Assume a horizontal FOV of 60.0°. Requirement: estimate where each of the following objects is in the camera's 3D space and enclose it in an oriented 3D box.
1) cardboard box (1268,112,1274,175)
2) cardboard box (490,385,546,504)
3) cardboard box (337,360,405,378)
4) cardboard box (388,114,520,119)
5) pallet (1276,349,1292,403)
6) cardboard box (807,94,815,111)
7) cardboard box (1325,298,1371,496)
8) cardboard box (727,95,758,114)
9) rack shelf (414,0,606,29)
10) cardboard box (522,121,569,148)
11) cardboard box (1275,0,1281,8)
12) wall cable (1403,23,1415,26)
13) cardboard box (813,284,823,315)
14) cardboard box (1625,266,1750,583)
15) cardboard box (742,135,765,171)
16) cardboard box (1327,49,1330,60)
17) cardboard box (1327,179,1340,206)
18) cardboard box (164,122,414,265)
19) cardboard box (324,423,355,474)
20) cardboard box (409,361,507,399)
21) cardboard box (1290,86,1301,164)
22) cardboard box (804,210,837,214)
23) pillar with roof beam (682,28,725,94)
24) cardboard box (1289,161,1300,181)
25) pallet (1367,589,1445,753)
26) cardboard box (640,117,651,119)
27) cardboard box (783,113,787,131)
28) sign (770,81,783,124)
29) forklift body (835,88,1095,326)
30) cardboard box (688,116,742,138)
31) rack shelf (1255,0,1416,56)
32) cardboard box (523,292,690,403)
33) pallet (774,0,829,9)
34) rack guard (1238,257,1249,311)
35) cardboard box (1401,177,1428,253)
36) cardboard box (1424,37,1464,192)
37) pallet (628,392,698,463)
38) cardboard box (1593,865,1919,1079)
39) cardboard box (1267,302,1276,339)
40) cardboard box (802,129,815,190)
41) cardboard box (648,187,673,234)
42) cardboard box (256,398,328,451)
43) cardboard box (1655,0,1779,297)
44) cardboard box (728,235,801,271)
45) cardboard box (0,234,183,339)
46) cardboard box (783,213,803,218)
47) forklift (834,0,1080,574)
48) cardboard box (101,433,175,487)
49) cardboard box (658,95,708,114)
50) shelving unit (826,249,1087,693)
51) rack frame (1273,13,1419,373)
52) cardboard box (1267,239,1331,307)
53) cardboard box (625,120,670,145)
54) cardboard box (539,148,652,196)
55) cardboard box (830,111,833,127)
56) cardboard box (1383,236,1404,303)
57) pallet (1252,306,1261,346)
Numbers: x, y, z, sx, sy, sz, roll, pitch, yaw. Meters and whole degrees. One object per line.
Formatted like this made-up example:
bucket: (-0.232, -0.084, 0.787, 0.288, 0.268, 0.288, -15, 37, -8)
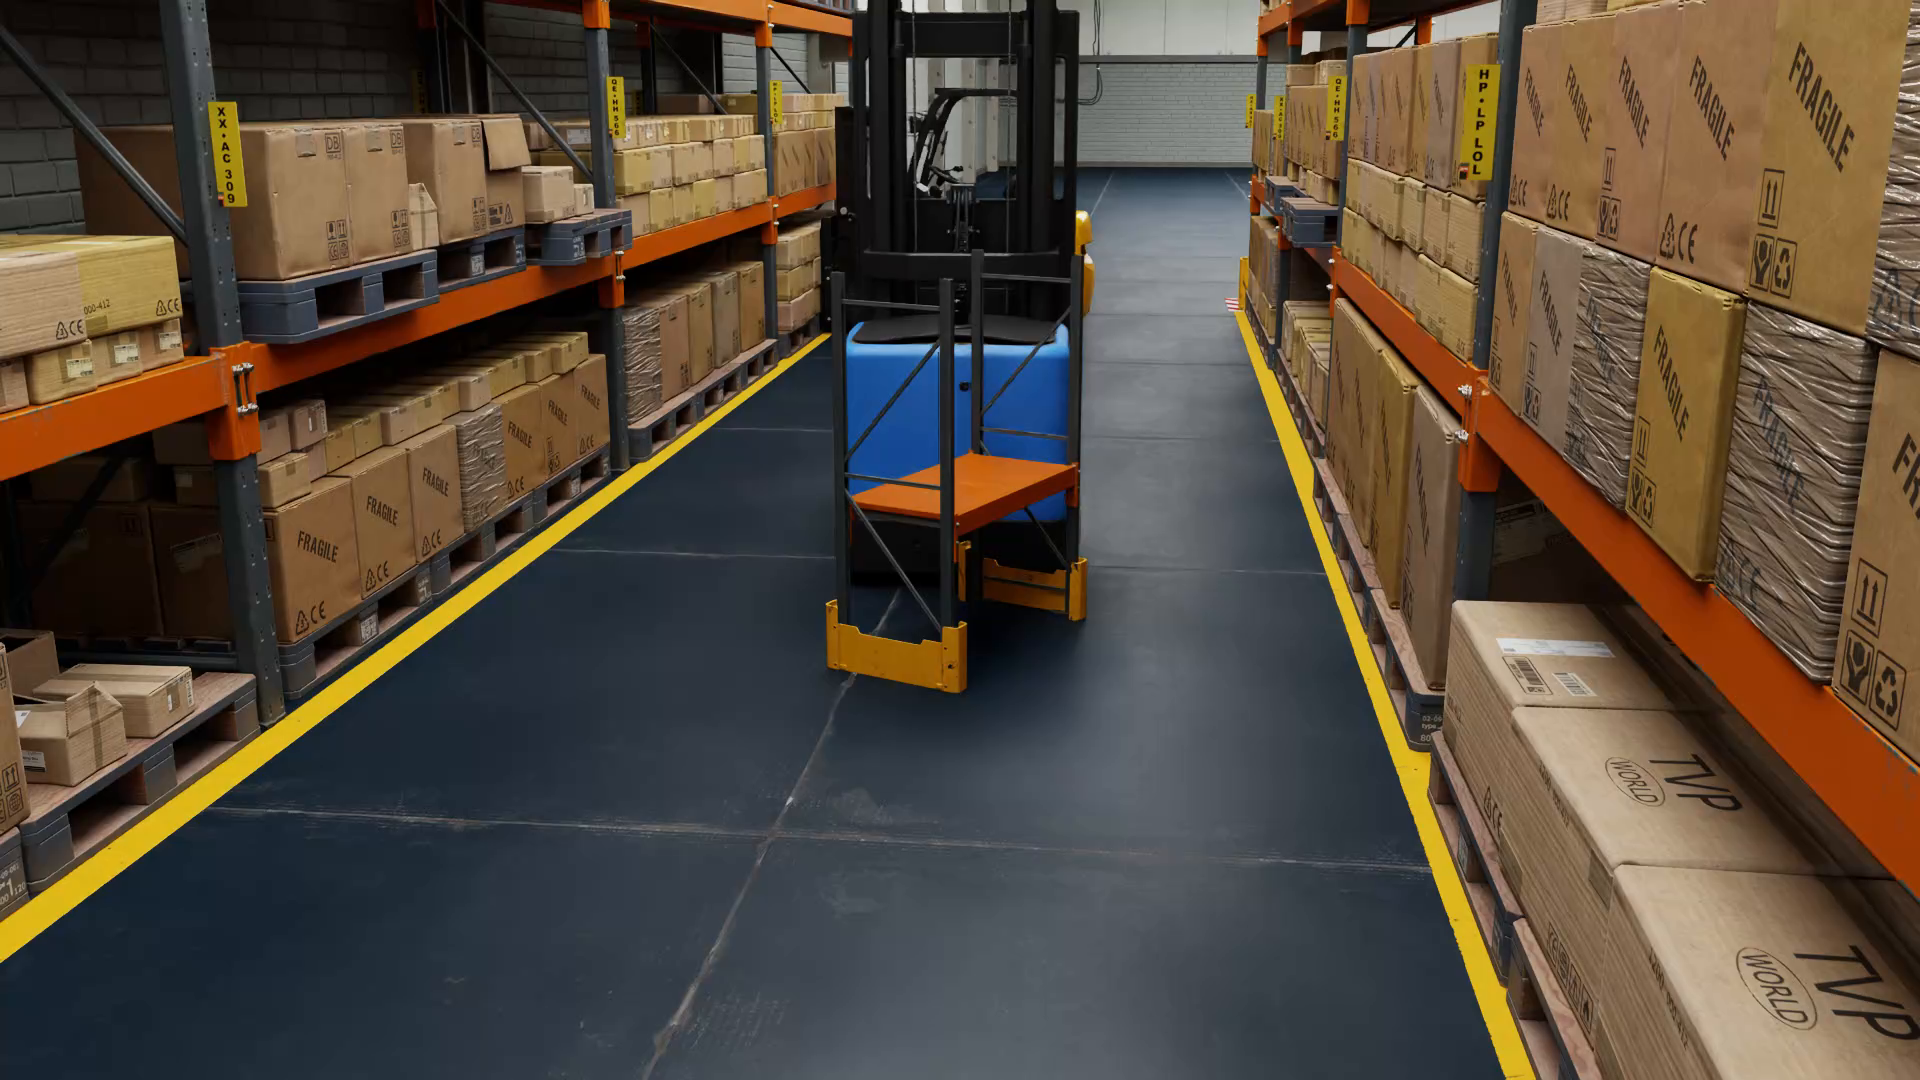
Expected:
cardboard box: (2.866, -3.337, 13.995, 0.500, 0.500, 0.500, 2, 15, 8)
cardboard box: (-2.383, -0.477, 8.162, 0.500, 0.500, 0.500, 2, 15, 9)
cardboard box: (-2.904, -0.773, 8.016, 0.380, 0.149, 0.250, 1, 15, 5)
cardboard box: (-2.639, -1.984, 8.756, 0.500, 0.500, 0.500, 2, 15, 9)
pallet: (2.871, -1.206, 12.218, 1.003, 0.211, 1.213, 2, 15, 6)
cardboard box: (-1.522, -3.945, 14.999, 0.380, 0.149, 0.250, 2, 15, 7)
cardboard box: (2.346, -0.717, 8.333, 0.875, 0.875, 0.875, 2, 15, 6)
cardboard box: (-1.644, -3.478, 13.274, 0.380, 0.149, 0.250, 2, 15, 7)
rack shelf: (-2.652, -2.444, 7.085, 1.077, 0.370, 4.000, 2, 15, 6)
cardboard box: (-2.582, -2.450, 10.042, 0.380, 0.149, 0.250, 2, 15, 6)
cardboard box: (2.918, -4.637, 14.299, 0.380, 0.149, 0.250, 1, 15, 5)
wall cable: (11.965, -16.543, 45.585, 2.305, 6.003, 0.169, 2, 15, 6)
cardboard box: (-1.507, -2.156, 14.853, 0.500, 0.250, 0.500, 2, 15, 7)
cardboard box: (1.560, -0.221, 3.040, 0.500, 0.500, 0.500, 2, 15, 8)
cardboard box: (-1.776, -2.933, 12.593, 0.500, 0.250, 0.500, 1, 15, 5)
cardboard box: (3.302, -3.668, 13.304, 0.700, 0.500, 0.500, 2, 15, 7)
cardboard box: (2.268, -1.962, 9.347, 0.380, 0.149, 0.250, 2, 15, 7)
cardboard box: (-2.542, -1.329, 6.333, 0.700, 0.500, 0.500, 2, 15, 7)
cardboard box: (-2.601, -0.360, 6.488, 0.380, 0.149, 0.250, 1, 15, 3)
cardboard box: (-2.406, -0.765, 7.986, 0.380, 0.149, 0.250, 1, 15, 5)
cardboard box: (2.495, -2.778, 11.122, 0.500, 0.500, 0.500, 2, 15, 6)
cardboard box: (-1.265, -3.166, 16.672, 0.500, 0.250, 0.500, 2, 15, 8)
pillar with roof beam: (1.780, -6.552, 15.153, 9.100, 9.000, 0.400, 2, 15, 6)
cardboard box: (2.544, -2.637, 11.844, 0.380, 0.149, 0.250, 2, 15, 7)
pallet: (2.067, 0.465, 6.039, 1.003, 0.211, 1.213, 2, 15, 6)
cardboard box: (-2.400, -2.912, 11.752, 0.380, 0.149, 0.250, 2, 15, 6)
cardboard box: (-1.648, -3.471, 13.818, 0.380, 0.149, 0.250, 2, 15, 6)
sign: (-1.434, -3.407, 12.947, 0.100, 0.325, 0.005, 2, 15, 6)
forklift body: (0.075, -2.981, 15.067, 2.313, 2.155, 1.214, 2, 15, 6)
cardboard box: (-1.782, -2.964, 11.943, 0.380, 0.149, 0.250, 1, 15, 5)
rack shelf: (3.183, -4.373, 14.221, 1.077, 0.370, 4.000, 2, 15, 6)
cardboard box: (-2.276, -1.249, 10.780, 0.875, 0.625, 0.625, 2, 15, 8)
pallet: (-1.764, -4.842, 14.745, 1.003, 0.211, 1.213, 2, 15, 6)
rack guard: (3.400, -2.565, 16.691, 1.175, 0.500, 0.348, 2, 15, 6)
cardboard box: (1.965, -1.234, 6.309, 0.500, 0.250, 0.500, 2, 15, 8)
cardboard box: (1.907, -1.468, 5.737, 0.500, 0.500, 0.500, 2, 15, 7)
pallet: (-2.294, -0.728, 10.450, 1.003, 0.211, 1.213, 2, 15, 6)
cardboard box: (1.674, 0.981, 2.893, 0.875, 0.438, 0.875, 2, 15, 8)
cardboard box: (2.757, -1.791, 13.501, 0.500, 0.250, 0.500, 2, 15, 9)
cardboard box: (-1.567, -3.322, 14.509, 0.500, 0.500, 0.500, 2, 15, 6)
cardboard box: (-2.071, -2.028, 10.201, 0.500, 0.250, 0.500, 1, 15, 5)
cardboard box: (-2.591, -0.431, 6.182, 0.380, 0.149, 0.250, 1, 15, 4)
cardboard box: (1.569, -0.700, 2.896, 0.500, 0.500, 0.500, 2, 15, 6)
cardboard box: (-1.608, -2.374, 13.741, 0.500, 0.250, 0.500, 1, 15, 5)
cardboard box: (-2.693, -0.756, 4.930, 0.500, 0.250, 0.500, 2, 15, 8)
cardboard box: (-1.818, -3.046, 16.228, 0.500, 0.250, 0.500, 2, 15, 6)
forklift: (0.041, -1.594, 8.443, 1.130, 2.935, 3.031, 1, 15, 3)
cardboard box: (-3.098, -0.306, 6.288, 0.380, 0.149, 0.250, 2, 15, 6)
cardboard box: (-2.239, -3.496, 13.340, 0.380, 0.149, 0.250, 2, 15, 6)
shelving unit: (0.009, -0.321, 6.476, 0.587, 1.500, 1.083, 9, 17, 29)
rack frame: (2.958, -2.754, 12.600, 1.000, 3.000, 0.127, 2, 15, 6)
cardboard box: (2.758, -2.153, 13.403, 0.500, 0.500, 0.500, 1, 15, 5)
cardboard box: (-2.050, -2.568, 10.479, 0.380, 0.149, 0.250, 2, 15, 7)
cardboard box: (-2.108, -2.138, 9.652, 0.500, 0.250, 0.500, 2, 15, 6)
cardboard box: (-1.396, -3.933, 15.525, 0.380, 0.149, 0.250, 1, 15, 4)
cardboard box: (2.044, -1.127, 6.871, 0.500, 0.250, 0.500, 2, 15, 6)
pallet: (3.133, -1.900, 14.786, 1.003, 0.211, 1.213, 2, 15, 6)
